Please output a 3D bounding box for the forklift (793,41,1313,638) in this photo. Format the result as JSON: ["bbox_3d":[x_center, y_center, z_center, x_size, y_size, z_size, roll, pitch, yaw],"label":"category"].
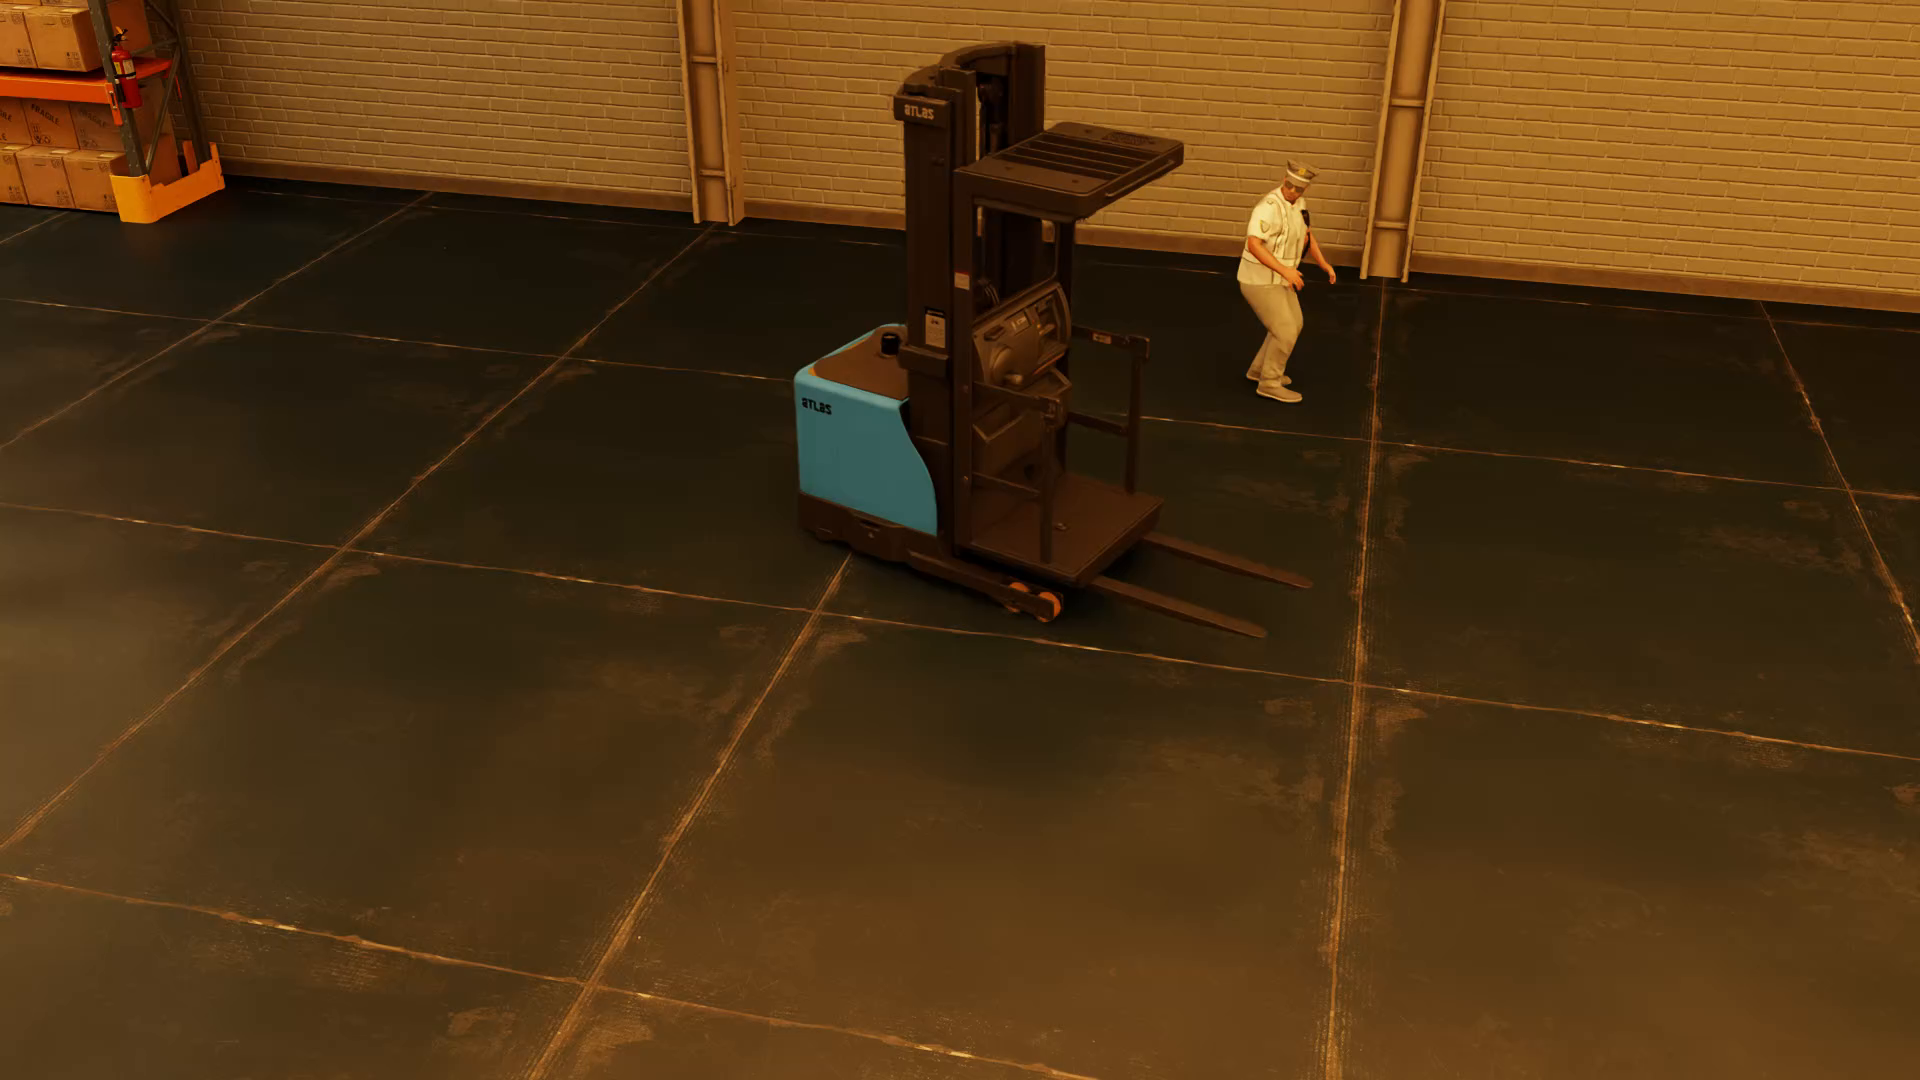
[{"bbox_3d":[0.521,-1.114,9.135,3.031,2.935,1.130,18,34,29],"label":"forklift"}]

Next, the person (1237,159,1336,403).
[{"bbox_3d":[2.272,-1.830,11.675,0.573,1.711,0.771,16,33,26],"label":"person"}]
